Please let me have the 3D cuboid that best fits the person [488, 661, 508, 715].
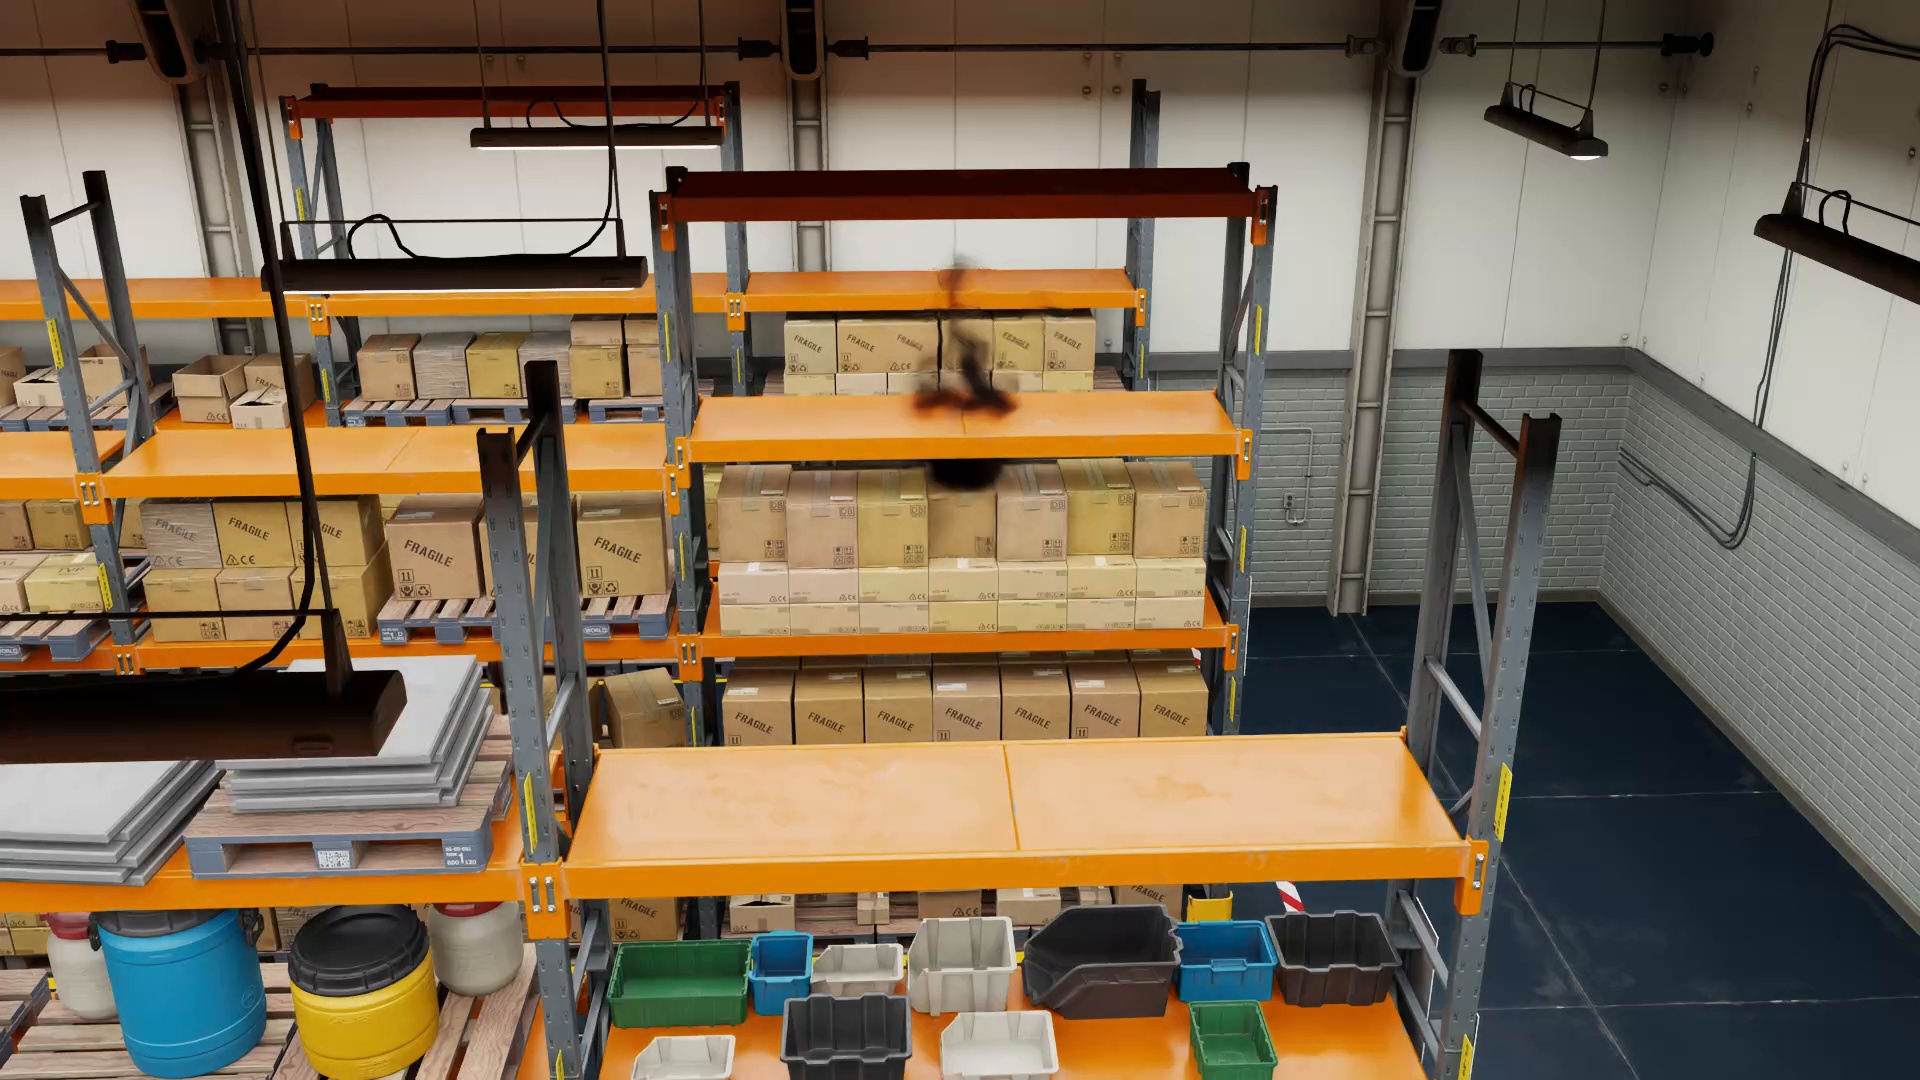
[{"bbox_3d":[-4.111,1.495,15.150,0.628,1.746,0.722,-3,22,-7],"label":"person"}]
